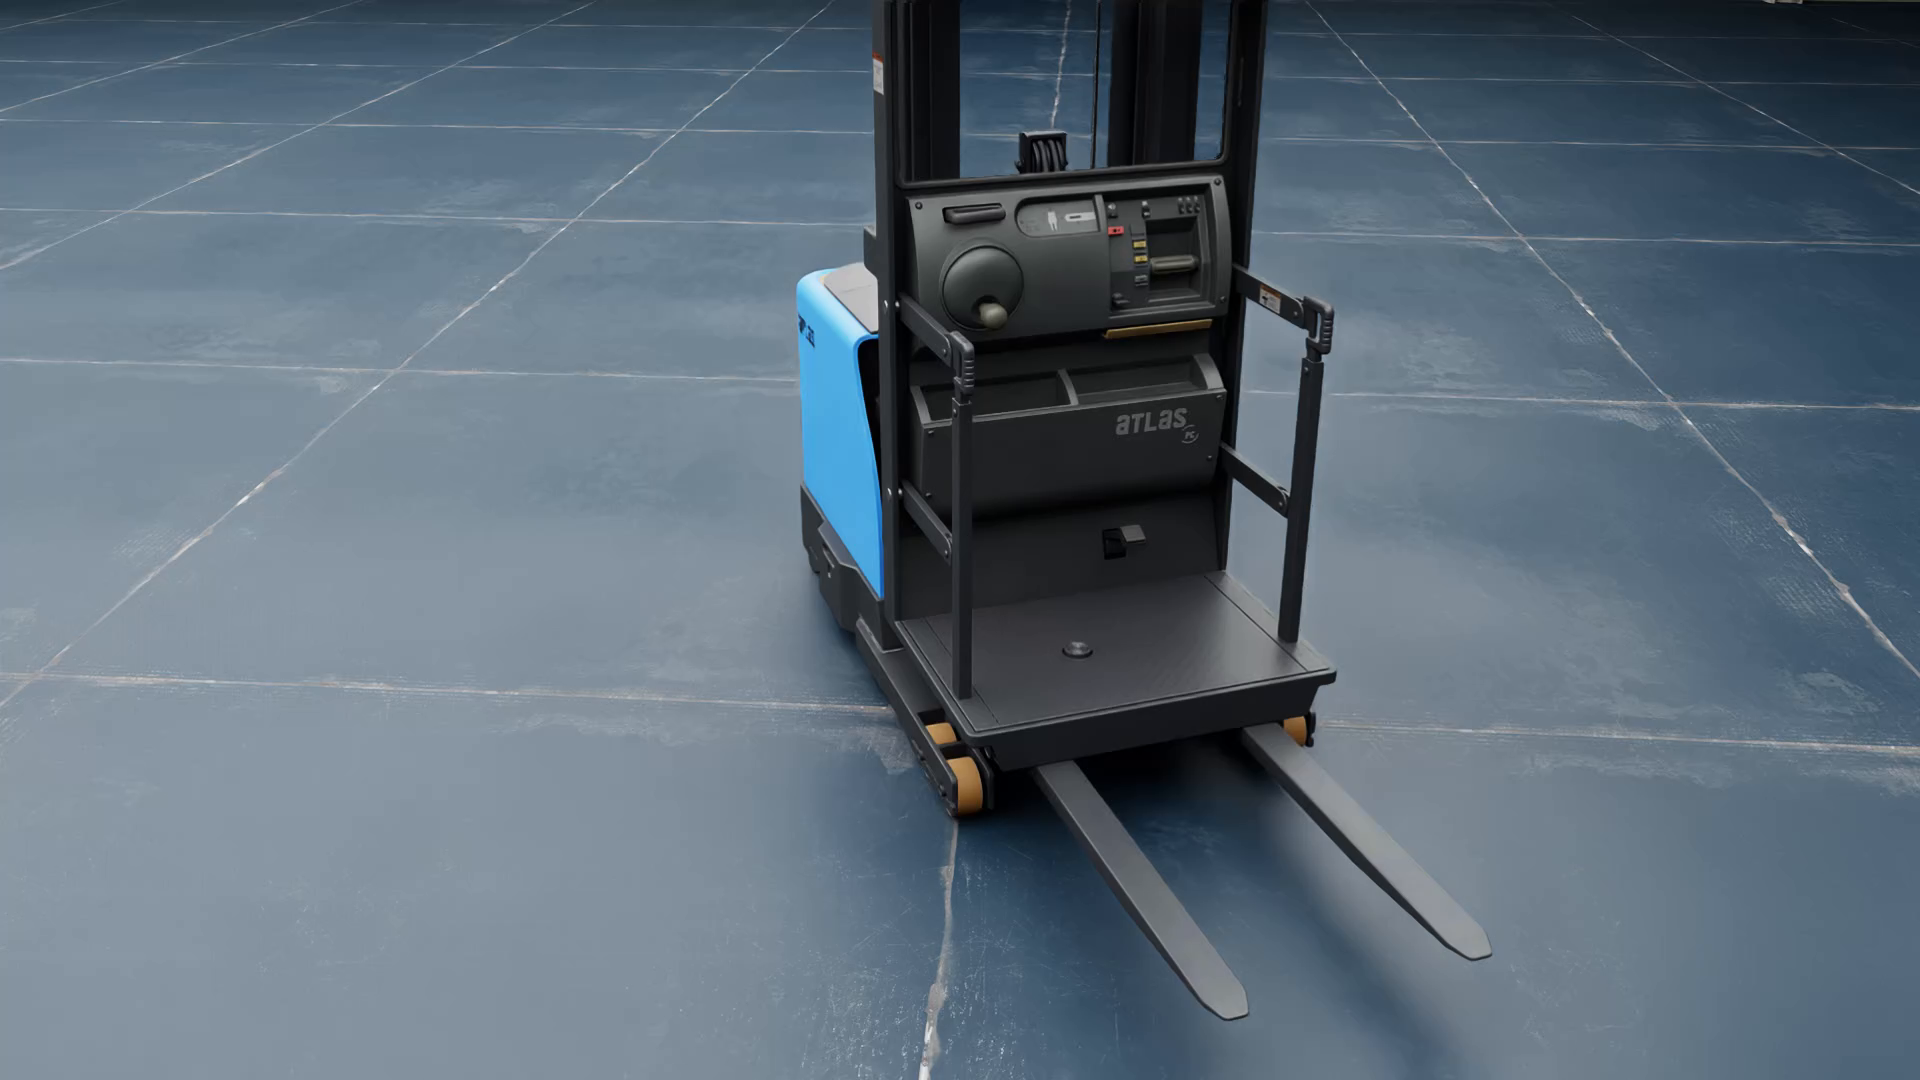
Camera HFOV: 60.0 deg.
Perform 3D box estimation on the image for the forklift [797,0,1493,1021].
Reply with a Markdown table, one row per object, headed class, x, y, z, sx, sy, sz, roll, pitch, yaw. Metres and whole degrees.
| class | x | y | z | sx | sy | sz | roll | pitch | yaw |
| --- | --- | --- | --- | --- | --- | --- | --- | --- | --- |
| forklift | 0.386 | -0.759 | 4.393 | 1.130 | 2.935 | 3.031 | -8 | 26 | -17 |
